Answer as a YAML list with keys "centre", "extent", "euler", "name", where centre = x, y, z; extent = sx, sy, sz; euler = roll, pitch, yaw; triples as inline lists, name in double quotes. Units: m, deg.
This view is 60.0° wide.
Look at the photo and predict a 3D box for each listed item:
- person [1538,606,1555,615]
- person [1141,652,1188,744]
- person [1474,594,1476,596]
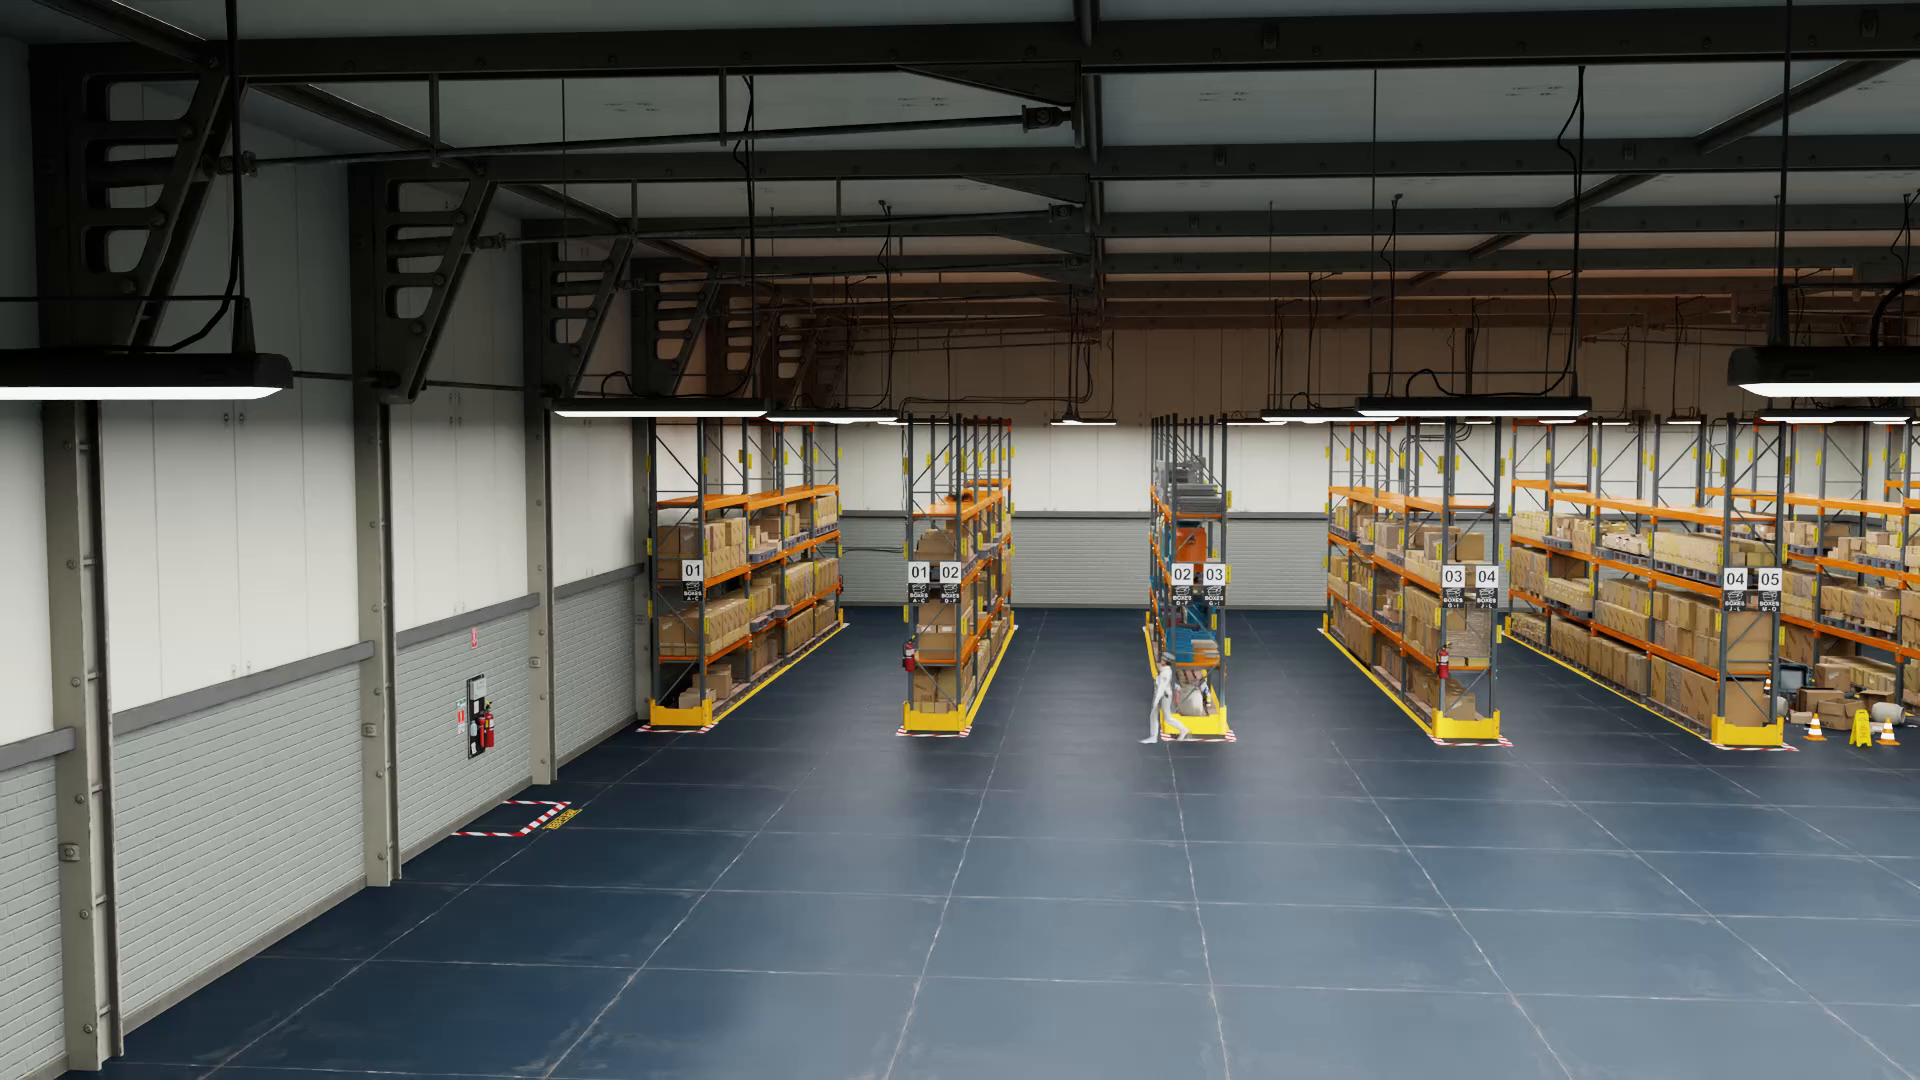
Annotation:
- centre: [17.216, 1.530, 48.947]
  extent: [0.524, 1.761, 0.545]
  euler: [-3, 5, -36]
  name: "person"
- centre: [3.699, 2.857, 30.186]
  extent: [0.805, 1.665, 0.420]
  euler: [-1, 4, -20]
  name: "person"
- centre: [12.268, 2.166, 39.818]
  extent: [0.510, 1.773, 0.566]
  euler: [0, 4, 2]
  name: "person"
